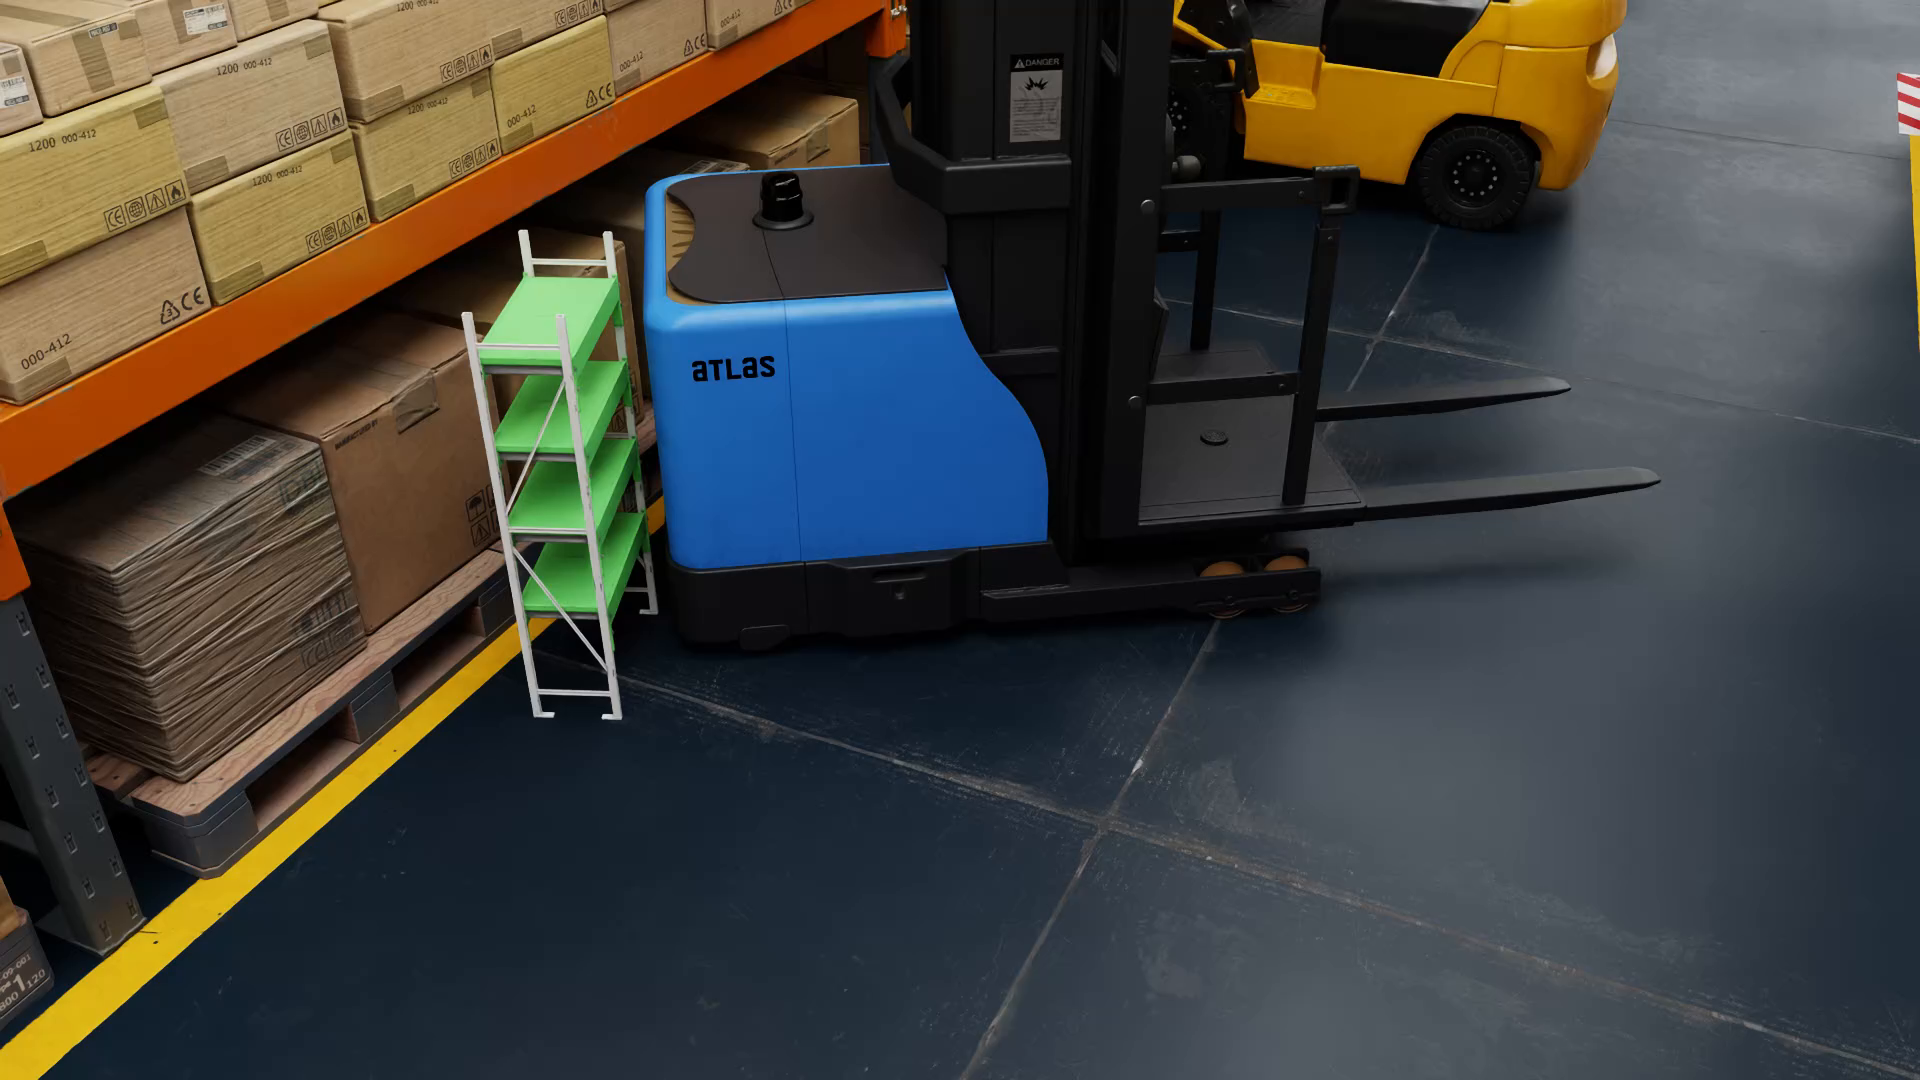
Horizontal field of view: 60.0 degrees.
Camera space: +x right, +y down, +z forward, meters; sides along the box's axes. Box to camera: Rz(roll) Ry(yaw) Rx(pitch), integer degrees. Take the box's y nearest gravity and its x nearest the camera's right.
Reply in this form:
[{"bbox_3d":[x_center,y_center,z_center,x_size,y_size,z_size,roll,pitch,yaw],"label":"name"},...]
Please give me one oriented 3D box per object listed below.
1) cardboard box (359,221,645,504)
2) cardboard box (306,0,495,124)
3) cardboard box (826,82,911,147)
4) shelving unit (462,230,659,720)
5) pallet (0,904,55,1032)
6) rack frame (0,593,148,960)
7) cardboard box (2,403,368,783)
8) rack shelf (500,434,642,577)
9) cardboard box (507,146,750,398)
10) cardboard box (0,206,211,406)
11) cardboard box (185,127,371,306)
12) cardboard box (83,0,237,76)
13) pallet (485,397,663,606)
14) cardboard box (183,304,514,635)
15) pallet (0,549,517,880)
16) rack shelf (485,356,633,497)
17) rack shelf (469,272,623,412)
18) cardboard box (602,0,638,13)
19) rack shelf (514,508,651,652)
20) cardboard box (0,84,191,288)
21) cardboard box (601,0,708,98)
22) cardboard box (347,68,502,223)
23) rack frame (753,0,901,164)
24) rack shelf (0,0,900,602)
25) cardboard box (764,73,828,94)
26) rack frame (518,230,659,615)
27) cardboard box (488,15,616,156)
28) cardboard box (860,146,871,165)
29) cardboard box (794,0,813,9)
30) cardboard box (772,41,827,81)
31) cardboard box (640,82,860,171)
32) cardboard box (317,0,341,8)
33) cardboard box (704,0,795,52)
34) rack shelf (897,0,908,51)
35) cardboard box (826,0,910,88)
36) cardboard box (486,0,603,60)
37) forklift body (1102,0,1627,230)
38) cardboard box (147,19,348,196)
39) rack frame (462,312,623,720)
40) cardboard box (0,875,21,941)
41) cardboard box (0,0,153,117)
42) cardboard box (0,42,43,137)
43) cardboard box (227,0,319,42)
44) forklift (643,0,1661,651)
[{"bbox_3d":[-1.556,-0.596,5.206,0.875,0.625,0.625,13,35,19],"label":"cardboard box"},{"bbox_3d":[-1.524,-1.260,4.117,0.500,0.250,0.500,13,36,19],"label":"cardboard box"},{"bbox_3d":[-0.221,-1.840,6.990,0.500,0.250,0.500,14,36,20],"label":"cardboard box"},{"bbox_3d":[-1.025,-0.155,4.392,0.258,1.200,0.503,2,33,2],"label":"shelving unit"},{"bbox_3d":[-2.724,1.086,3.401,1.003,0.211,1.213,14,36,20],"label":"pallet"},{"bbox_3d":[-2.377,-0.443,3.191,1.000,3.000,0.127,14,36,20],"label":"rack frame"},{"bbox_3d":[-2.104,0.067,4.196,0.875,0.625,0.625,15,36,22],"label":"cardboard box"},{"bbox_3d":[-1.025,-0.101,4.427,0.258,0.148,0.480,2,33,2],"label":"rack shelf"},{"bbox_3d":[-1.244,-0.971,5.778,0.875,0.625,0.625,14,36,20],"label":"cardboard box"},{"bbox_3d":[-1.970,-0.546,3.483,0.500,0.250,0.500,14,36,21],"label":"cardboard box"},{"bbox_3d":[-1.755,-0.795,3.864,0.500,0.250,0.500,13,36,19],"label":"cardboard box"},{"bbox_3d":[-1.782,-1.115,3.532,0.380,0.149,0.250,15,36,22],"label":"cardboard box"},{"bbox_3d":[-1.486,-0.284,5.490,1.003,0.211,1.213,14,36,20],"label":"pallet"},{"bbox_3d":[-1.838,-0.261,4.695,0.875,0.625,0.625,15,36,22],"label":"cardboard box"},{"bbox_3d":[-1.997,0.322,4.567,1.003,0.211,1.213,14,36,20],"label":"pallet"},{"bbox_3d":[-1.025,-0.302,4.295,0.258,0.148,0.480,2,33,2],"label":"rack shelf"},{"bbox_3d":[-1.025,-0.503,4.164,0.258,0.148,0.480,2,33,2],"label":"rack shelf"},{"bbox_3d":[-1.105,-1.768,4.891,0.500,0.250,0.500,15,36,21],"label":"cardboard box"},{"bbox_3d":[-1.025,0.099,4.559,0.258,0.148,0.480,2,33,2],"label":"rack shelf"},{"bbox_3d":[-1.947,-0.749,3.337,0.500,0.250,0.500,14,36,20],"label":"cardboard box"},{"bbox_3d":[-1.118,-1.570,5.045,0.500,0.250,0.500,14,36,21],"label":"cardboard box"},{"bbox_3d":[-1.546,-1.053,4.257,0.500,0.250,0.500,13,35,19],"label":"cardboard box"},{"bbox_3d":[-0.704,-2.436,6.229,1.000,3.000,0.127,14,36,20],"label":"rack frame"},{"bbox_3d":[-1.541,-1.139,4.907,1.077,0.370,4.000,14,36,20],"label":"rack shelf"},{"bbox_3d":[-0.686,-1.960,7.172,0.500,0.250,0.500,13,36,19],"label":"cardboard box"},{"bbox_3d":[-1.013,-0.289,4.596,0.240,1.200,0.015,2,33,2],"label":"rack frame"},{"bbox_3d":[-1.327,-1.311,4.651,0.500,0.250,0.500,15,36,22],"label":"cardboard box"},{"bbox_3d":[-0.201,-1.626,7.119,0.500,0.250,0.500,15,36,21],"label":"cardboard box"},{"bbox_3d":[-0.677,-2.062,5.796,0.500,0.250,0.500,15,36,22],"label":"cardboard box"},{"bbox_3d":[-0.674,-2.169,7.035,0.500,0.250,0.500,15,36,21],"label":"cardboard box"},{"bbox_3d":[-0.912,-1.356,6.365,0.875,0.625,0.625,16,36,23],"label":"cardboard box"},{"bbox_3d":[-1.606,-1.380,3.936,0.380,0.149,0.250,15,36,21],"label":"cardboard box"},{"bbox_3d":[-0.882,-1.810,5.412,0.500,0.250,0.500,14,36,20],"label":"cardboard box"},{"bbox_3d":[0.133,-3.131,7.945,1.077,0.370,4.000,14,36,20],"label":"rack shelf"},{"bbox_3d":[-0.216,-2.048,6.851,0.500,0.250,0.500,14,36,20],"label":"cardboard box"},{"bbox_3d":[-1.333,-1.520,4.514,0.500,0.250,0.500,15,36,21],"label":"cardboard box"},{"bbox_3d":[1.833,-2.710,7.421,2.313,2.155,1.214,14,36,20],"label":"forklift body"},{"bbox_3d":[-1.759,-1.004,3.726,0.500,0.250,0.500,15,36,22],"label":"cardboard box"},{"bbox_3d":[-1.037,-0.021,4.188,0.240,1.200,0.015,2,33,2],"label":"rack frame"},{"bbox_3d":[-2.359,0.686,3.364,0.500,0.500,0.500,15,36,22],"label":"cardboard box"},{"bbox_3d":[-1.866,-0.981,3.328,0.380,0.149,0.250,15,36,22],"label":"cardboard box"},{"bbox_3d":[-1.976,-0.848,3.124,0.380,0.149,0.250,15,36,22],"label":"cardboard box"},{"bbox_3d":[-1.684,-1.248,3.735,0.380,0.149,0.250,15,36,21],"label":"cardboard box"},{"bbox_3d":[0.616,-1.277,4.525,3.031,2.935,1.130,-5,34,-7],"label":"forklift"}]
